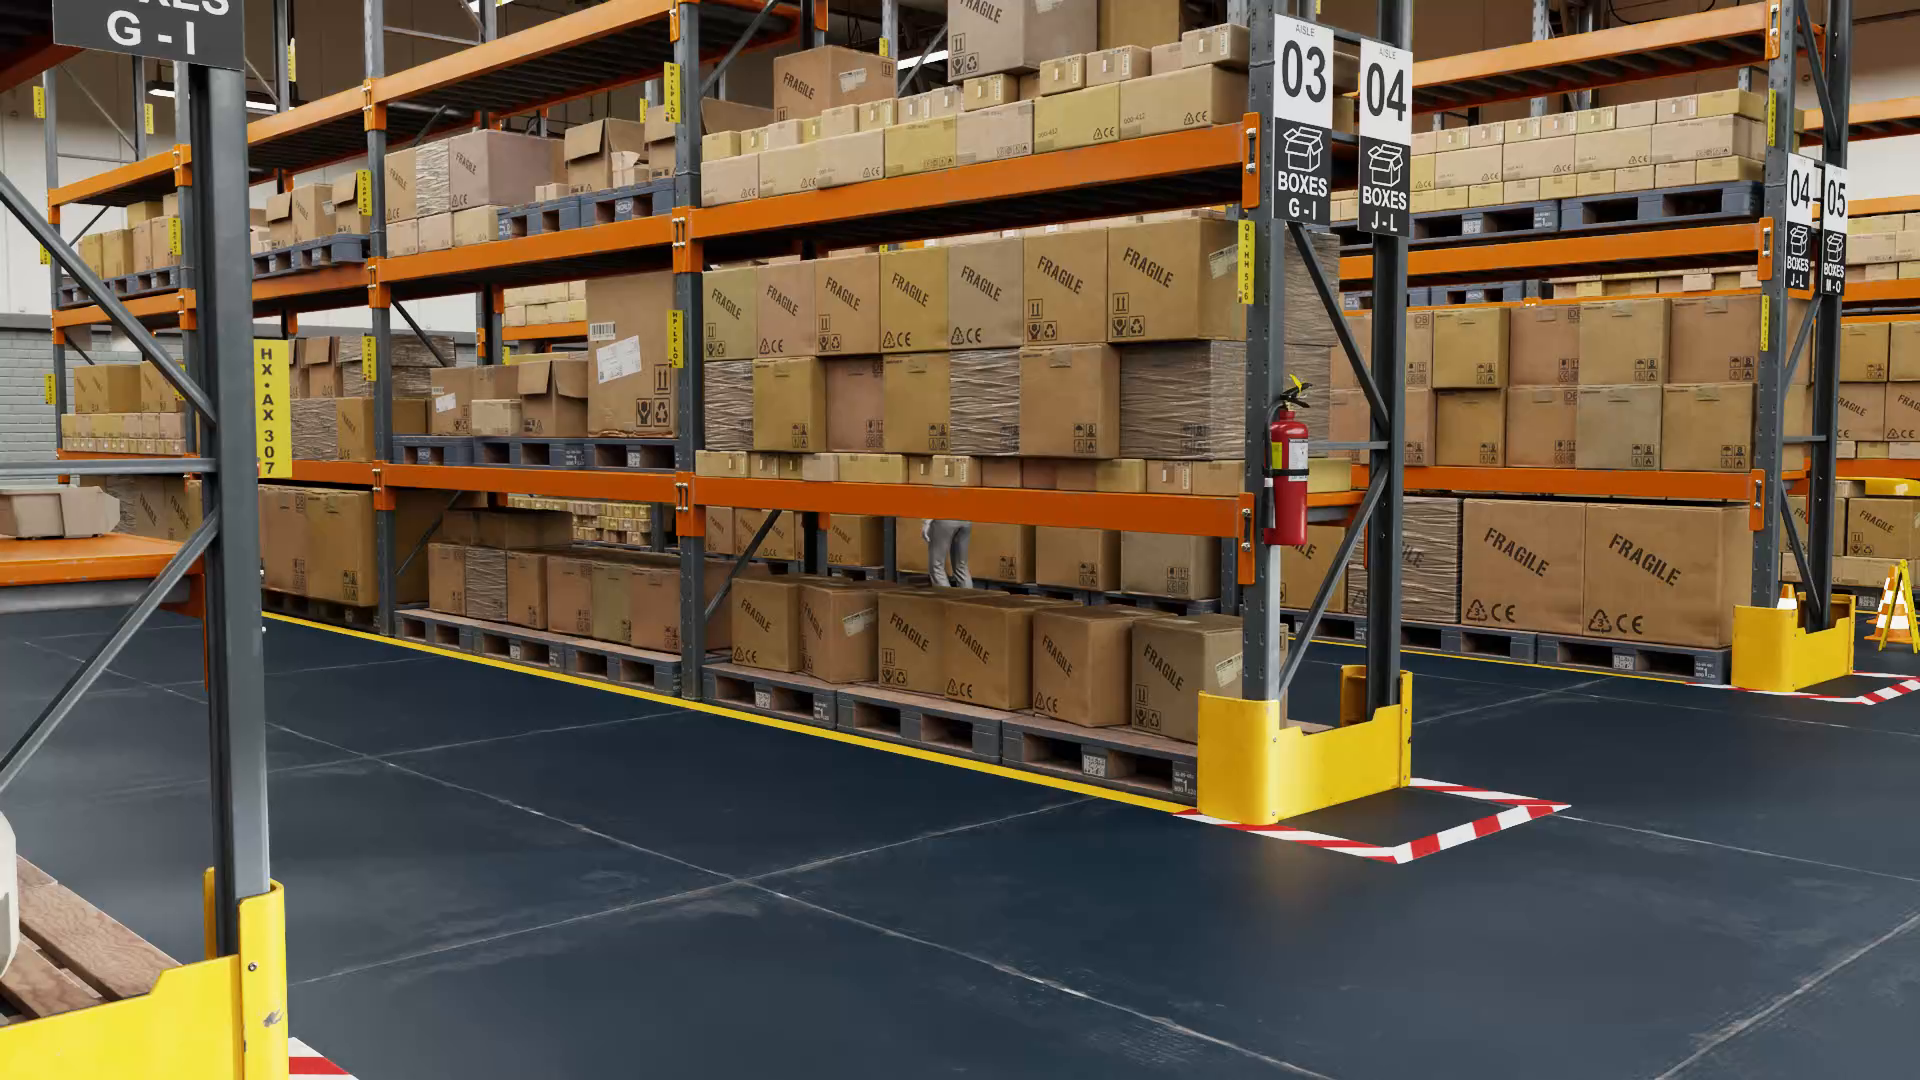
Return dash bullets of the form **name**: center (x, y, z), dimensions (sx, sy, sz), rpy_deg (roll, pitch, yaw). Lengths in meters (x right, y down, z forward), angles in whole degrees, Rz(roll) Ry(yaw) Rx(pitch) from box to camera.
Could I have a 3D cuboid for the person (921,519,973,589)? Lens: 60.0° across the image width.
- **person**: center (-0.094, -0.139, 12.971), dimensions (0.371, 1.666, 0.547), rpy_deg (4, 5, 43)
